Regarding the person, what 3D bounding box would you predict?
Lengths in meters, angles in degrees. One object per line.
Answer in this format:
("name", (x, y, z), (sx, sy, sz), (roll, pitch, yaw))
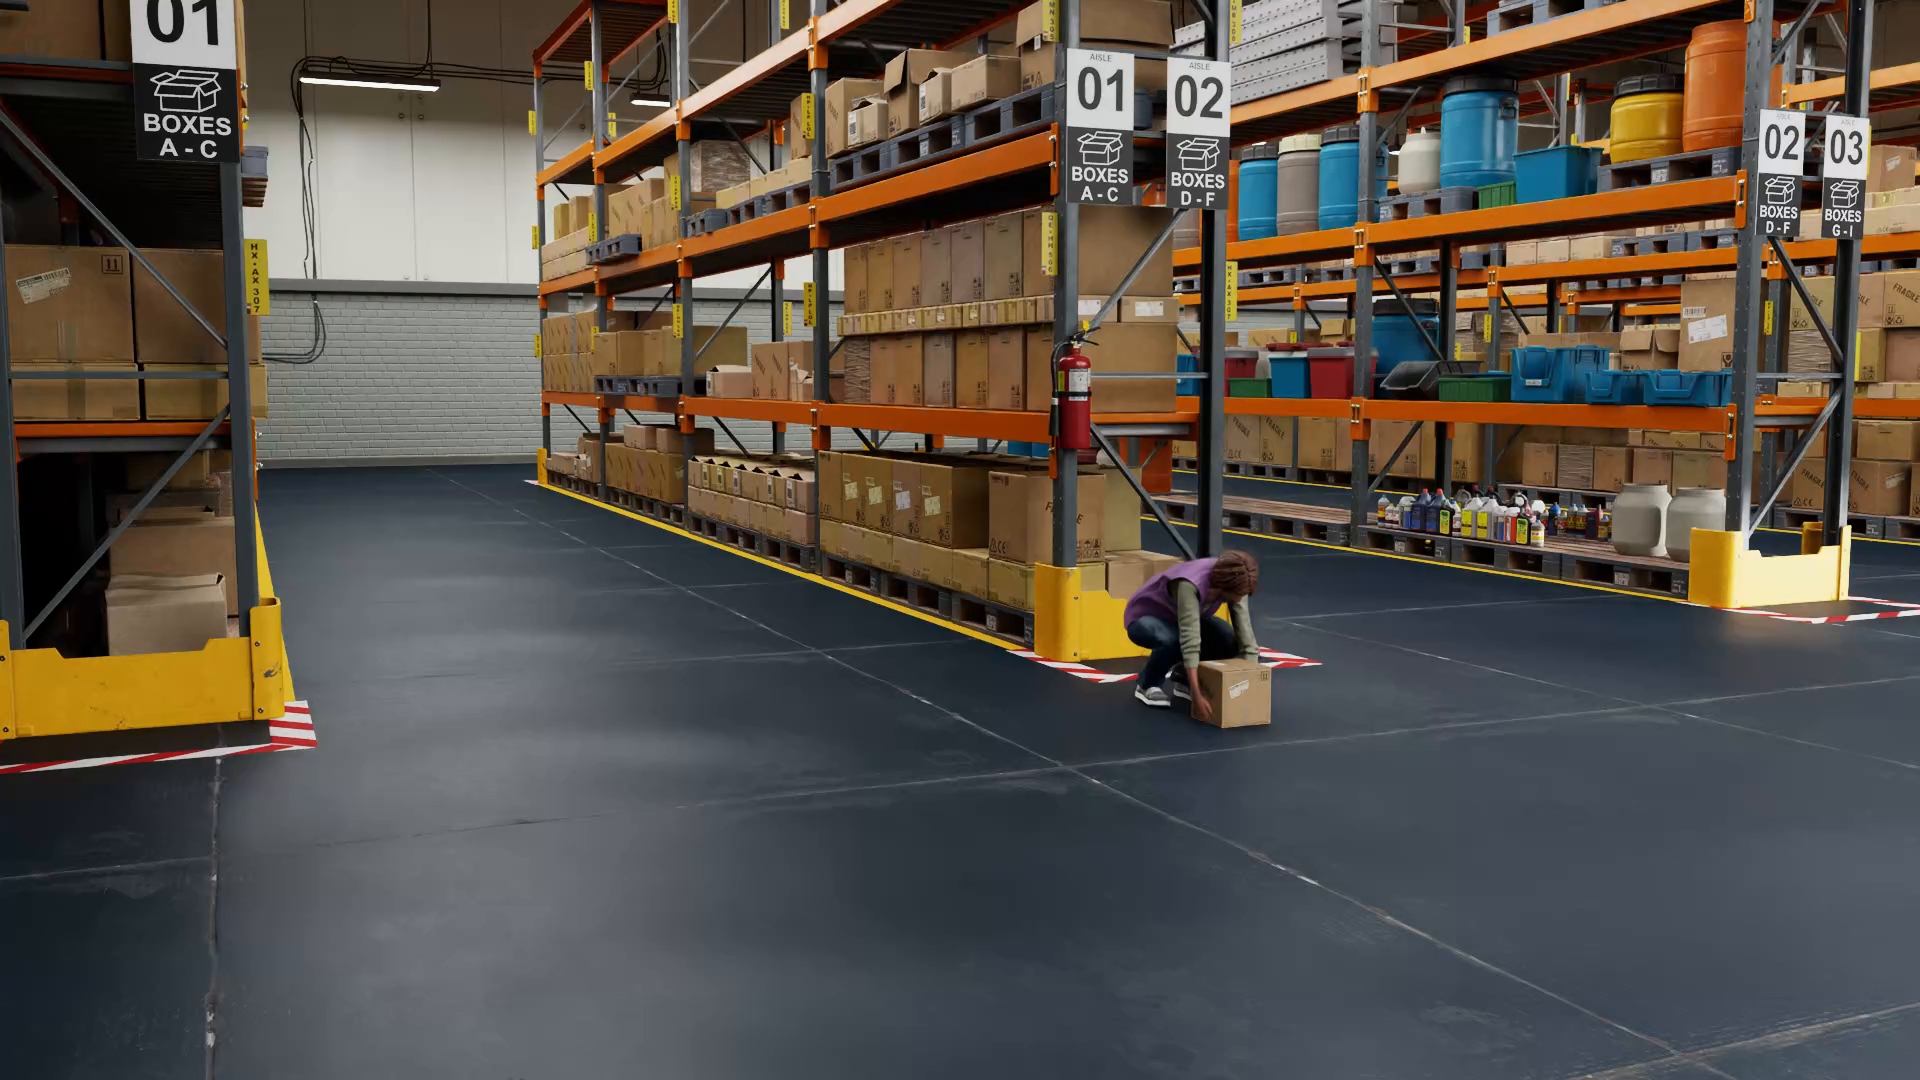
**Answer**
("person", (1.053, 0.400, 7.558), (0.437, 0.769, 0.808), (-2, 6, -24))
